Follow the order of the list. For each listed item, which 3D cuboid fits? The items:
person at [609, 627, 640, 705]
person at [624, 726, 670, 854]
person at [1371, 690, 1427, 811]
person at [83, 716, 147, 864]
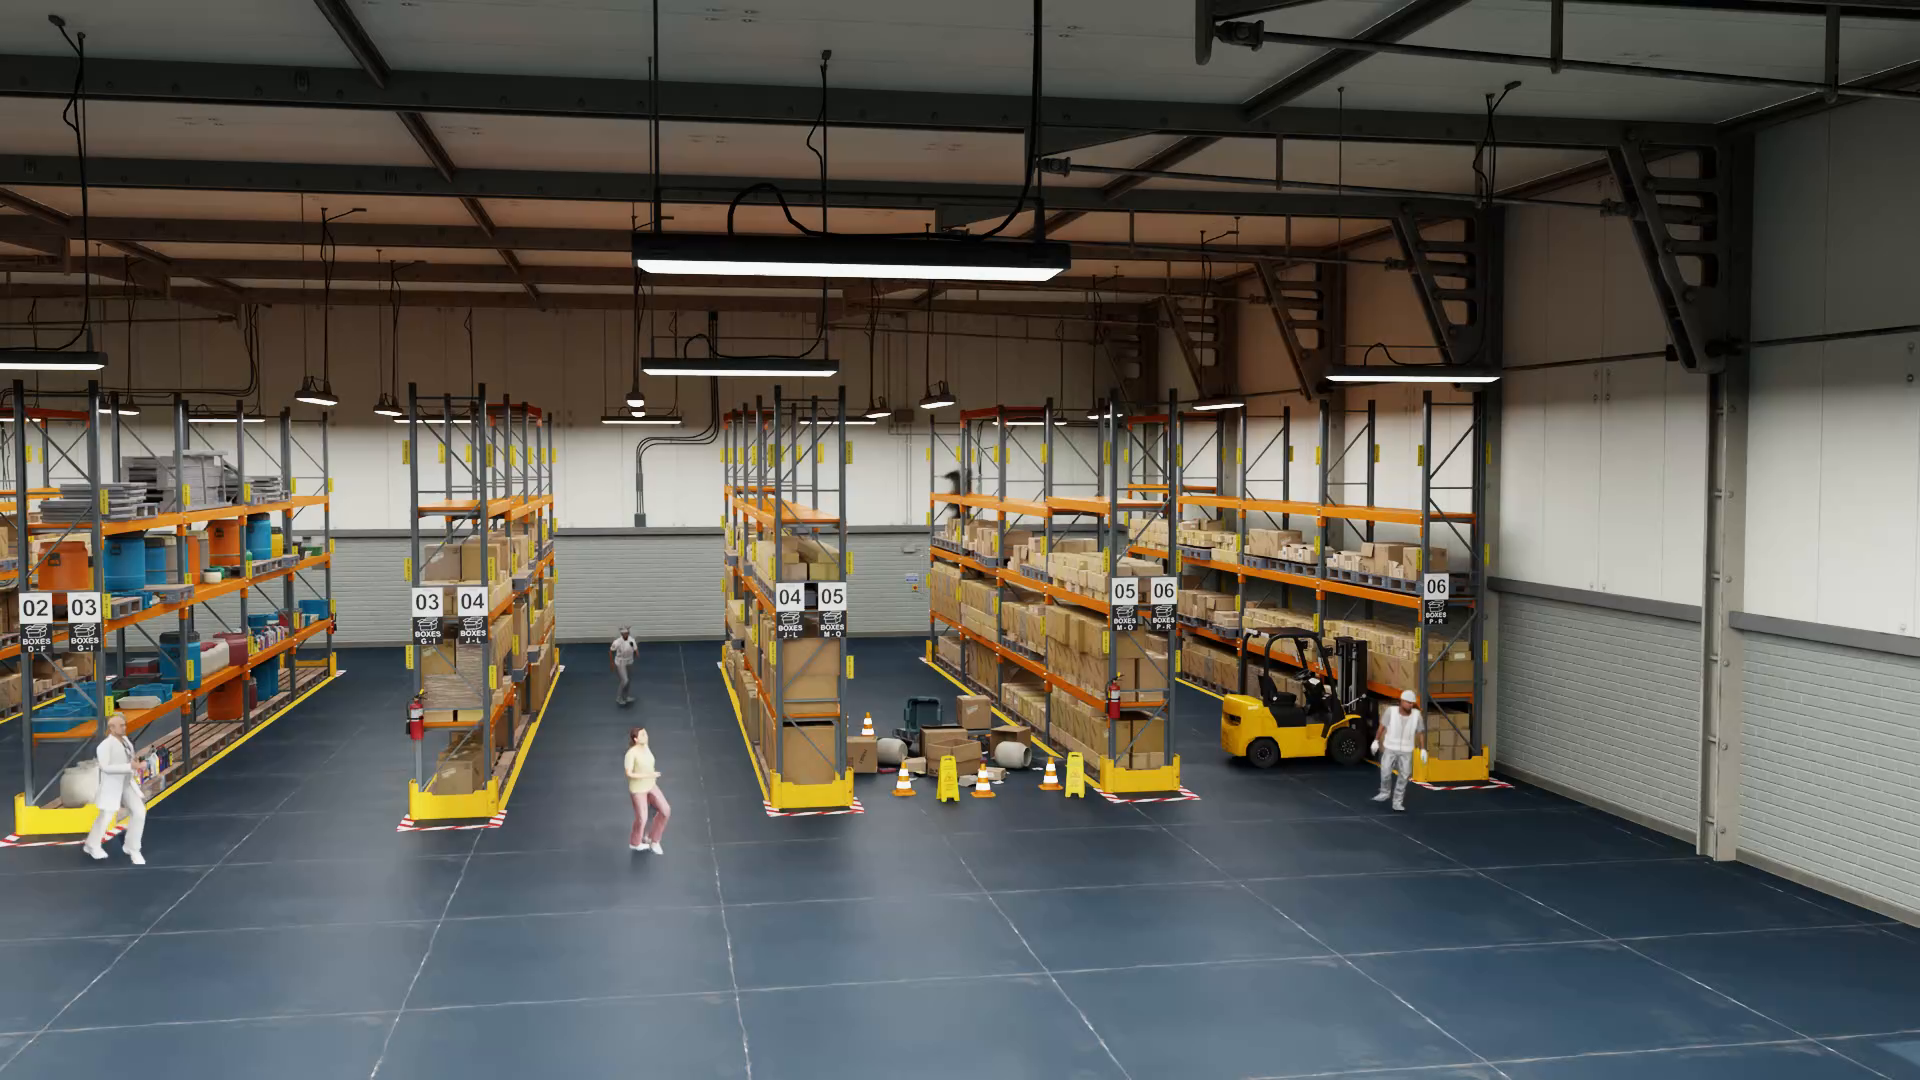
[{"bbox_3d":[-6.723,2.541,33.566,0.817,1.645,0.608,2,4,40],"label":"person"},{"bbox_3d":[-3.991,3.140,20.782,0.628,1.665,0.546,2,4,37],"label":"person"},{"bbox_3d":[6.174,2.951,23.381,0.725,1.726,0.631,0,3,4],"label":"person"},{"bbox_3d":[-10.355,3.080,20.394,0.933,1.847,0.647,1,3,18],"label":"person"}]
